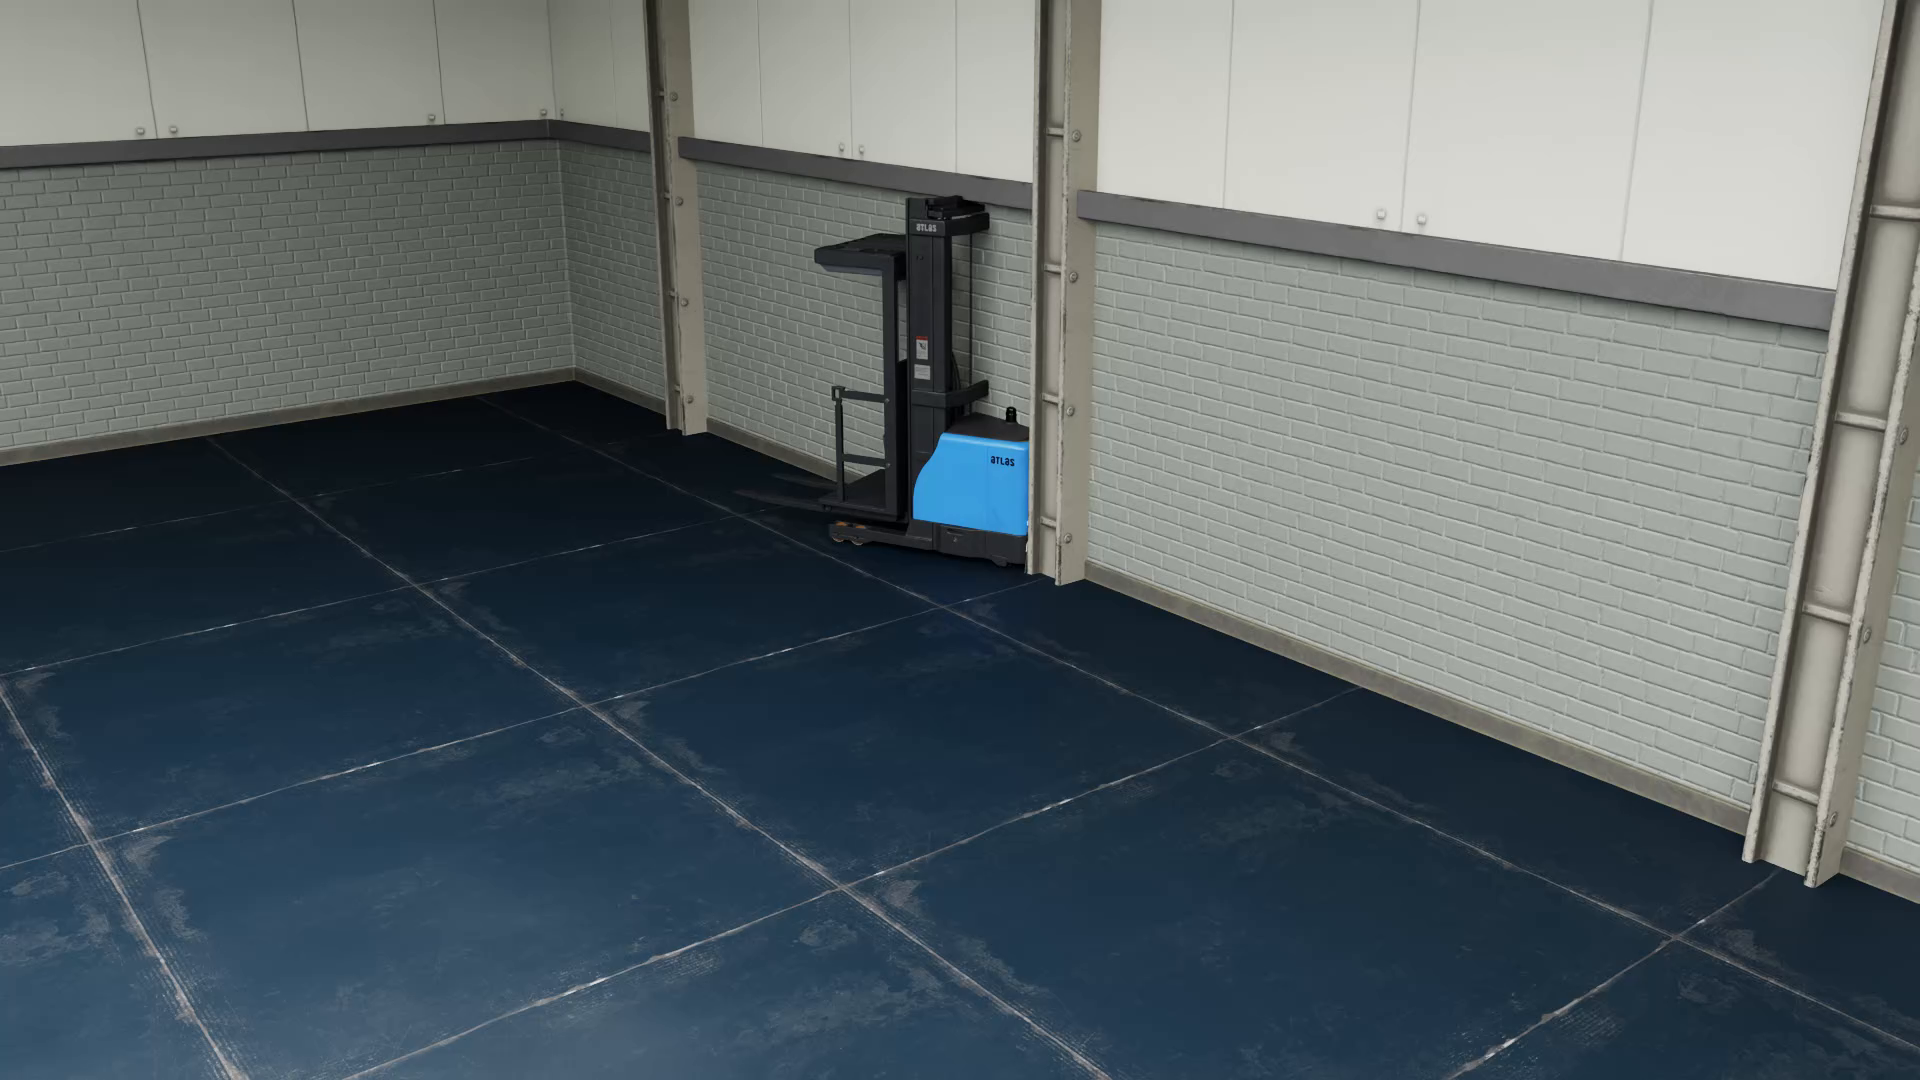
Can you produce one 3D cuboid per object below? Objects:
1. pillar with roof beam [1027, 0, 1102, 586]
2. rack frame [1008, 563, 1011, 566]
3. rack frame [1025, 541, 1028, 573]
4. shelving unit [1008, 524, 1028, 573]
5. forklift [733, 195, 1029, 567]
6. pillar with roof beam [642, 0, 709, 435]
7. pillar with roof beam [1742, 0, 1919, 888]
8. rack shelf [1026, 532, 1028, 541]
[{"bbox_3d":[-2.586,-3.146,9.546,9.100,9.000,0.400,-14,23,-36],"label":"pillar with roof beam"},{"bbox_3d":[0.528,-0.211,13.665,0.240,0.900,0.006,-8,20,-38],"label":"rack frame"},{"bbox_3d":[0.655,-0.160,13.515,0.240,0.900,0.006,-8,20,-38],"label":"rack frame"},{"bbox_3d":[0.592,-0.186,13.590,0.258,0.900,0.210,-8,20,-38],"label":"shelving unit"},{"bbox_3d":[-0.553,-1.483,14.179,3.031,2.935,1.130,9,21,26],"label":"forklift"},{"bbox_3d":[-6.312,-4.624,14.011,9.100,9.000,0.400,-14,23,-36],"label":"pillar with roof beam"},{"bbox_3d":[1.139,-1.667,5.081,9.100,9.000,0.400,-14,23,-36],"label":"pillar with roof beam"},{"bbox_3d":[0.582,-0.067,13.623,0.258,0.077,0.200,-8,20,-38],"label":"rack shelf"}]
